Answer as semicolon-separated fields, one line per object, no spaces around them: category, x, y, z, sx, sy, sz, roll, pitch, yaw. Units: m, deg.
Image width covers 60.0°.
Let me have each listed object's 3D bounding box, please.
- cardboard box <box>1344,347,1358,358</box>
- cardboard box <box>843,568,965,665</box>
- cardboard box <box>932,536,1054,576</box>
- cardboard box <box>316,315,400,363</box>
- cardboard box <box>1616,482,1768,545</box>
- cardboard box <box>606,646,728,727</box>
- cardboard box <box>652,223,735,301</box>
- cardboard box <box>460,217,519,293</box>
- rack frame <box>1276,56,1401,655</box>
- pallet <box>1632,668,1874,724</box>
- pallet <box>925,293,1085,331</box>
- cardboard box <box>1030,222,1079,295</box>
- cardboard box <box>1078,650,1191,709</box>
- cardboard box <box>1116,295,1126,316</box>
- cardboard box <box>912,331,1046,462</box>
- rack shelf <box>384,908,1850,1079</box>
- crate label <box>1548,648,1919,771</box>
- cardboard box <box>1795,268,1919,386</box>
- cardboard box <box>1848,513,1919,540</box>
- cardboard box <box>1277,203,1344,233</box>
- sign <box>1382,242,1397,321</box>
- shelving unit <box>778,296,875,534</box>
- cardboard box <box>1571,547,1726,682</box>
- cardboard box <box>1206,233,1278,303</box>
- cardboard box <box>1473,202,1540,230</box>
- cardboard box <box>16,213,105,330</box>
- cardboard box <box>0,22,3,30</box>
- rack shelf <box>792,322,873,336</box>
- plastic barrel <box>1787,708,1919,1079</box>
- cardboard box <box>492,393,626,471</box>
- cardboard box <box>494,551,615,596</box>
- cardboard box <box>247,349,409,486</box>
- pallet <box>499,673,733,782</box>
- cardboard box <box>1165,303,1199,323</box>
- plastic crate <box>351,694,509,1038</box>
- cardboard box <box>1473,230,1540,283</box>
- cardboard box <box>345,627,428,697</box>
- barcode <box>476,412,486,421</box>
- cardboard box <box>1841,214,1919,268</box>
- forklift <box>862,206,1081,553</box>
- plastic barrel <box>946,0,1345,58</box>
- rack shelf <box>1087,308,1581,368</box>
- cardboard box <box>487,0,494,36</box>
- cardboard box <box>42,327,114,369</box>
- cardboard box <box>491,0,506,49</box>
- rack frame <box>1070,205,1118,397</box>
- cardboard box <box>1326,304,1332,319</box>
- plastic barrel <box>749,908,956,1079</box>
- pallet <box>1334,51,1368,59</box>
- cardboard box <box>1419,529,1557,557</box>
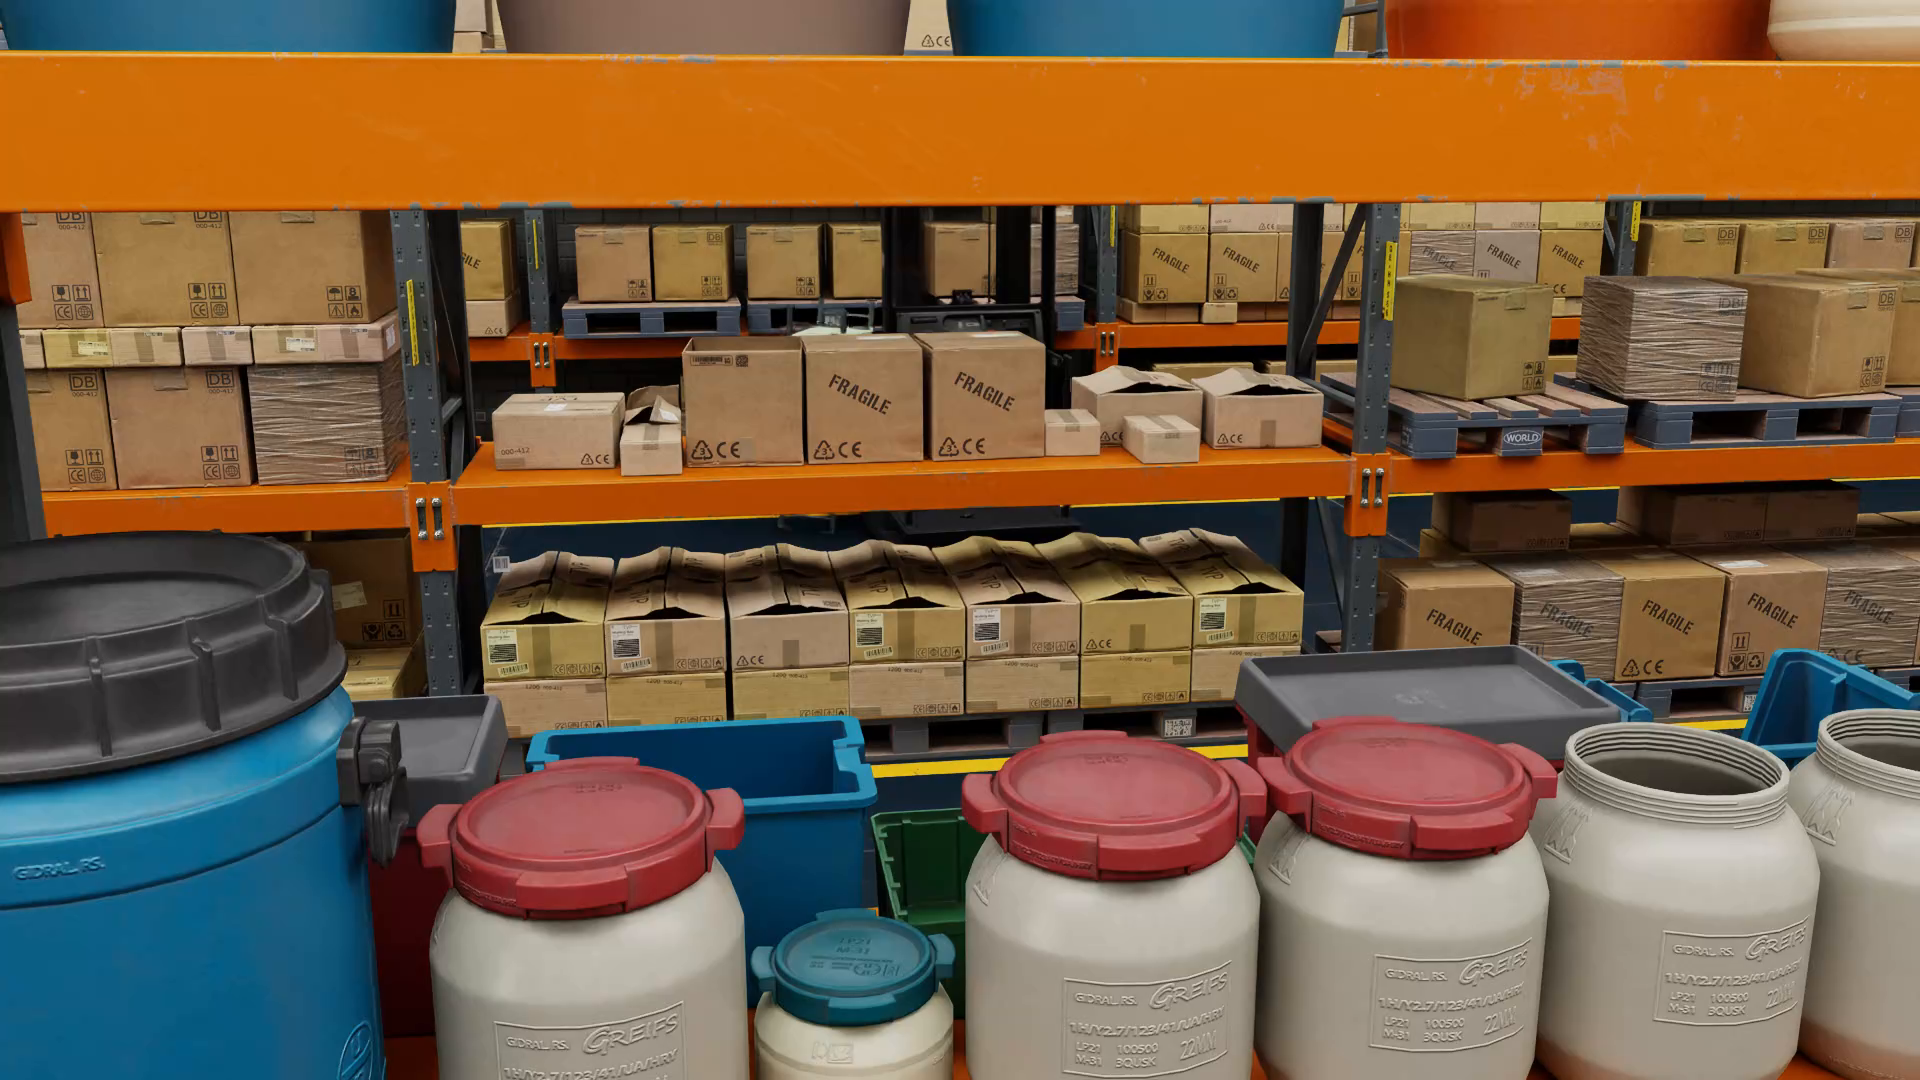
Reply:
cardboard box;3.446;-1.078;12.909;0.750;0.750;0.750;-2;14;-7
cardboard box;-0.255;0.324;7.401;0.500;0.311;0.500;-2;14;-7
cardboard box;0.150;0.177;7.985;0.500;0.311;0.500;-2;14;-10
cardboard box;-2.458;-0.825;6.806;0.250;0.149;0.380;-2;14;-8
cardboard box;3.690;-0.164;8.403;0.500;0.250;0.500;-2;14;-9
cardboard box;-1.280;0.634;7.318;0.500;0.250;0.500;-2;14;-7
cardboard box;-1.901;-2.005;11.942;0.500;0.500;0.700;-1;14;-3
cardboard box;-3.459;-2.049;11.950;0.500;0.500;0.500;-2;14;-10
rack frame;1.734;-0.668;7.720;0.127;3.000;1.000;-2;14;-8
pallet;3.682;0.623;8.304;1.213;0.211;1.003;-2;14;-8
pallet;0.304;-1.715;12.289;1.003;0.211;1.213;-2;14;-8
cardboard box;0.529;-2.102;12.327;0.500;0.500;0.700;-4;15;-15
cardboard box;0.741;0.559;7.615;0.500;0.250;0.500;-2;14;-9
cardboard box;1.276;-1.821;12.791;0.250;0.149;0.380;-2;14;-7
cardboard box;0.077;-0.652;7.450;0.500;0.500;0.500;-3;14;-11
rack shelf;0.491;0.945;2.767;4.000;0.370;1.077;-2;14;-8
crate label;1.446;0.477;3.080;0.616;0.435;0.502;-2;14;-8
cardboard box;4.517;-1.062;8.220;0.500;0.500;0.700;0;14;1
cardboard box;4.649;0.167;8.624;0.500;0.500;0.500;-2;14;-7
cardboard box;2.505;-2.419;12.301;0.500;0.250;0.500;-2;14;-8
sign;1.820;-1.096;7.047;0.005;0.325;0.100;-2;14;-8
shelving unit;-0.916;-0.873;11.439;0.431;1.500;0.755;7;14;10
cardboard box;3.241;0.346;7.911;0.500;0.500;0.500;-2;14;-9
cardboard box;2.030;-2.035;12.311;0.500;0.500;0.500;-2;14;-6
cardboard box;4.017;-2.476;12.529;0.500;0.250;0.500;-2;14;-7
cardboard box;-3.654;-1.147;6.756;0.500;0.500;0.700;-2;14;-8
cardboard box;-3.868;-2.271;6.579;0.637;0.503;0.797;-1;14;-2
rack shelf;-0.889;-1.250;11.343;0.431;0.370;0.720;7;14;10
plastic barrel;1.483;0.558;2.601;0.421;0.512;0.421;0;14;0
cardboard box;-1.741;-0.479;7.273;0.500;0.250;0.500;-1;14;-5
cardboard box;-1.863;0.251;7.690;0.500;0.311;0.500;-2;14;-8
cardboard box;-2.659;-0.554;7.059;0.500;0.500;0.700;-2;14;-10
pallet;-1.498;0.793;7.625;1.213;0.211;1.003;-2;14;-8
cardboard box;1.603;-1.711;12.352;0.250;0.149;0.380;-2;14;-8
plastic crate;-1.054;0.546;2.746;0.583;0.464;0.402;-2;14;-8
cardboard box;4.026;-2.109;12.606;0.500;0.500;0.500;-2;14;-8
cardboard box;-2.725;0.551;7.649;0.500;0.250;0.500;-2;14;-8
barcode;-3.532;-0.909;12.256;0.075;0.075;0.001;-2;14;-8
cardboard box;7.683;-2.245;13.391;0.700;0.700;0.980;-2;14;-9
forklift;0.112;-1.254;10.197;1.130;2.935;3.031;-3;14;-12
plastic barrel;0.277;-1.148;2.435;0.708;0.901;0.600;-2;14;-8
rack shelf;2.970;-1.583;12.847;4.000;0.370;1.077;-2;14;-8
cardboard box;-3.490;-3.764;11.595;0.500;0.500;0.500;-2;14;-7
cardboard box;-3.465;-0.789;6.661;0.250;0.149;0.380;-2;14;-9
cardboard box;-1.610;-2.129;6.824;0.500;0.250;0.500;-1;14;-2
rack frame;0.993;-1.860;12.471;0.127;3.000;1.000;-2;14;-8
cardboard box;2.621;-1.757;12.537;0.250;0.149;0.380;-2;14;-7
plastic barrel;-0.155;0.724;2.451;0.301;0.262;0.301;0;14;0
pallet;1.077;-1.985;7.194;1.003;0.211;1.213;-1;14;-6
cardboard box;2.624;0.241;8.331;0.500;0.500;0.500;-2;14;-6
